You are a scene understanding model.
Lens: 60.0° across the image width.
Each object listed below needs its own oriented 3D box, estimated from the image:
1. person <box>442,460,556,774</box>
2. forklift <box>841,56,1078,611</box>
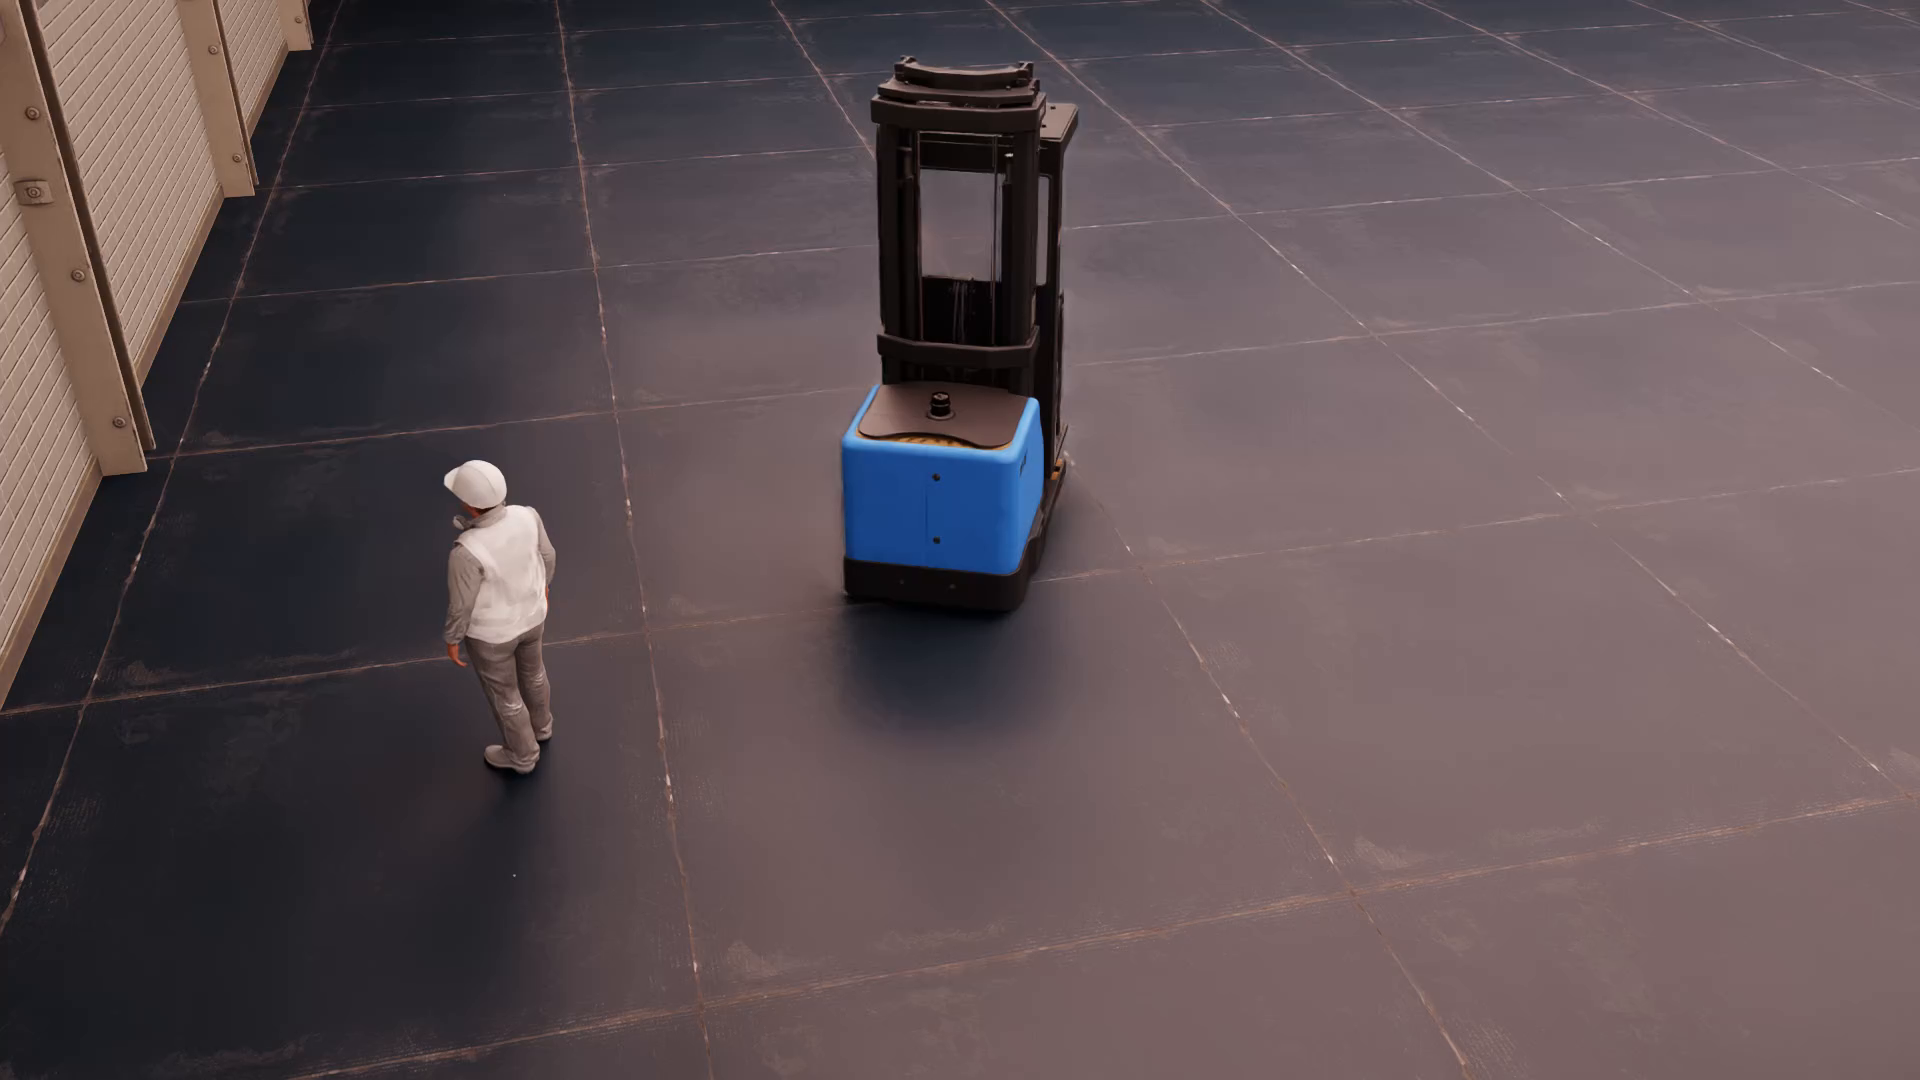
[{"bbox_3d":[-2.280,0.359,8.100,0.566,1.778,0.639,19,35,29],"label":"person"},{"bbox_3d":[0.102,-1.580,10.304,1.130,2.935,3.031,6,31,10],"label":"forklift"}]
